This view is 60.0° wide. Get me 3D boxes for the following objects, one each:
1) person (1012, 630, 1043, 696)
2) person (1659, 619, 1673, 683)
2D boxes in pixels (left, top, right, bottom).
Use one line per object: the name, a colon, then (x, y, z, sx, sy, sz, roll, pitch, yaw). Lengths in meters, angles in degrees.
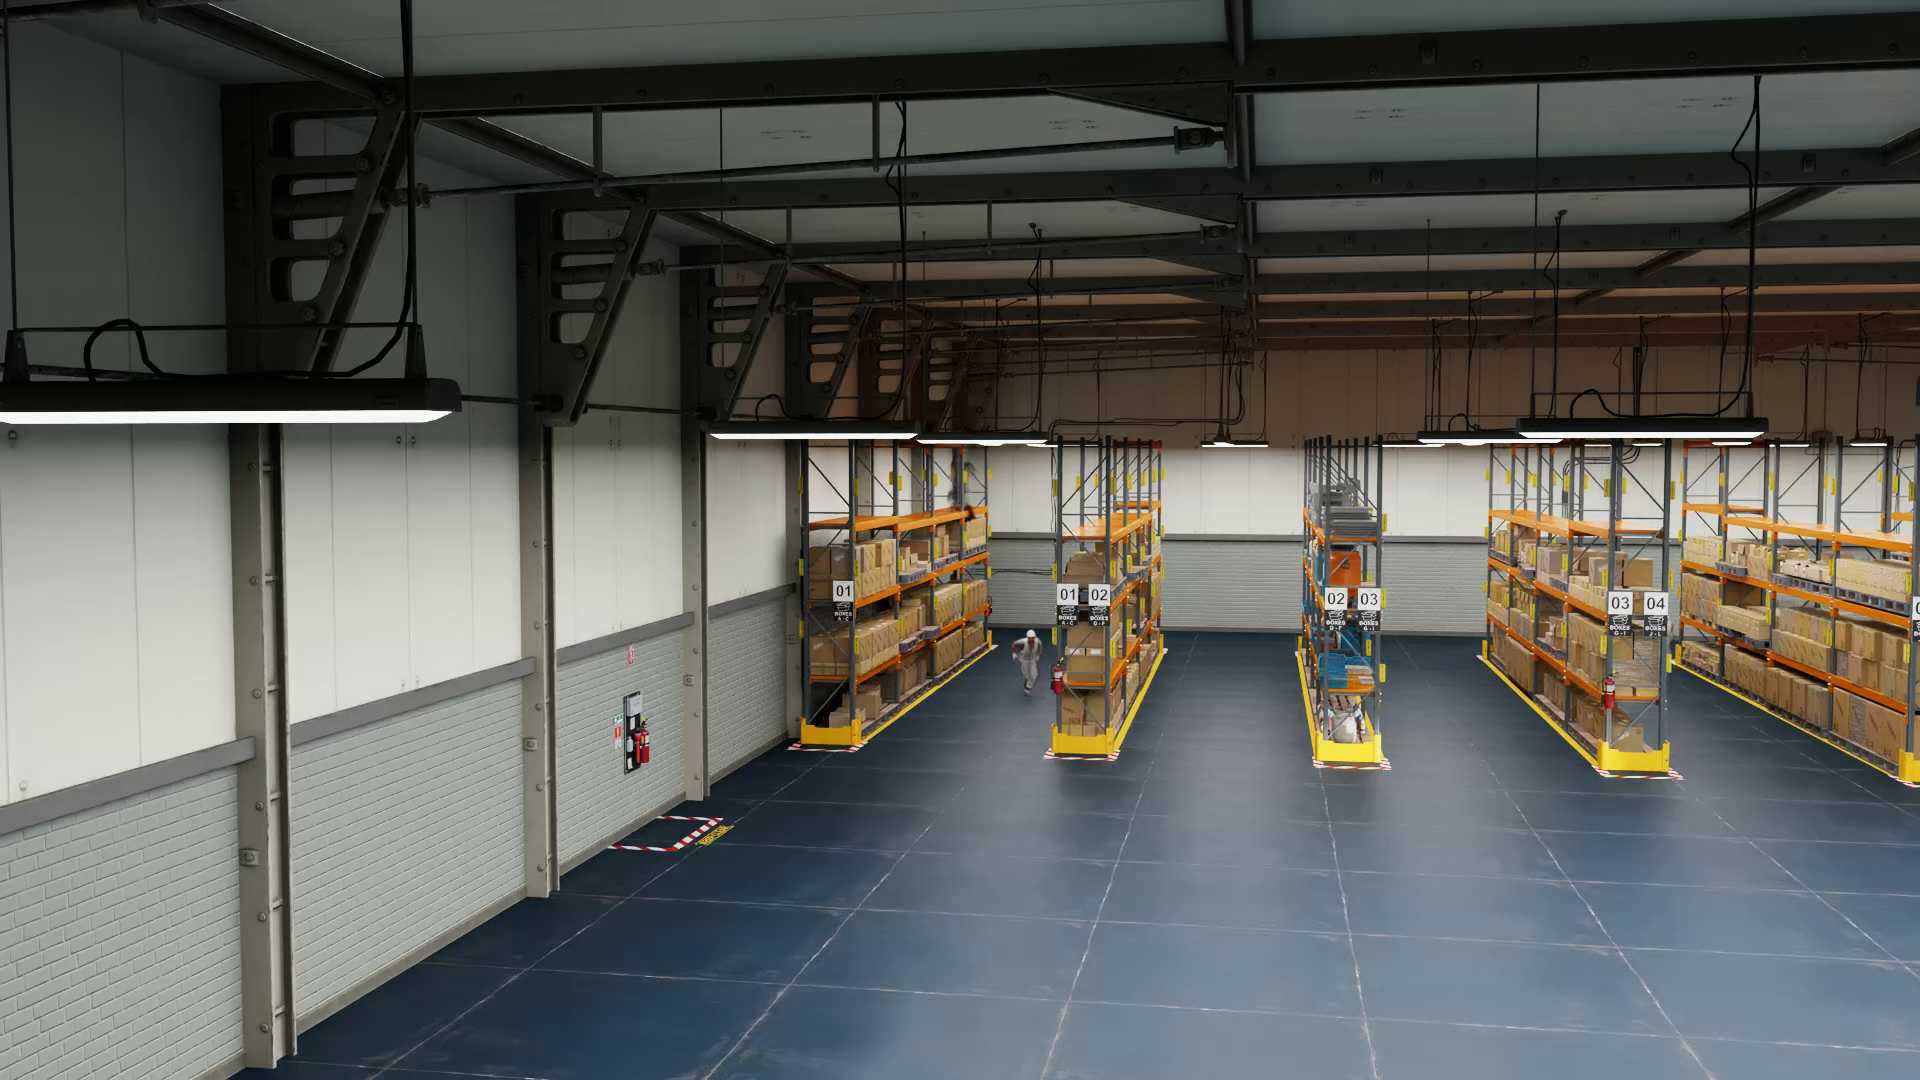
person: (1.557, 2.855, 38.442, 0.693, 1.589, 0.833, 0, 3, -8)
person: (17.334, 2.628, 41.128, 0.657, 1.850, 0.875, 0, 3, 9)
